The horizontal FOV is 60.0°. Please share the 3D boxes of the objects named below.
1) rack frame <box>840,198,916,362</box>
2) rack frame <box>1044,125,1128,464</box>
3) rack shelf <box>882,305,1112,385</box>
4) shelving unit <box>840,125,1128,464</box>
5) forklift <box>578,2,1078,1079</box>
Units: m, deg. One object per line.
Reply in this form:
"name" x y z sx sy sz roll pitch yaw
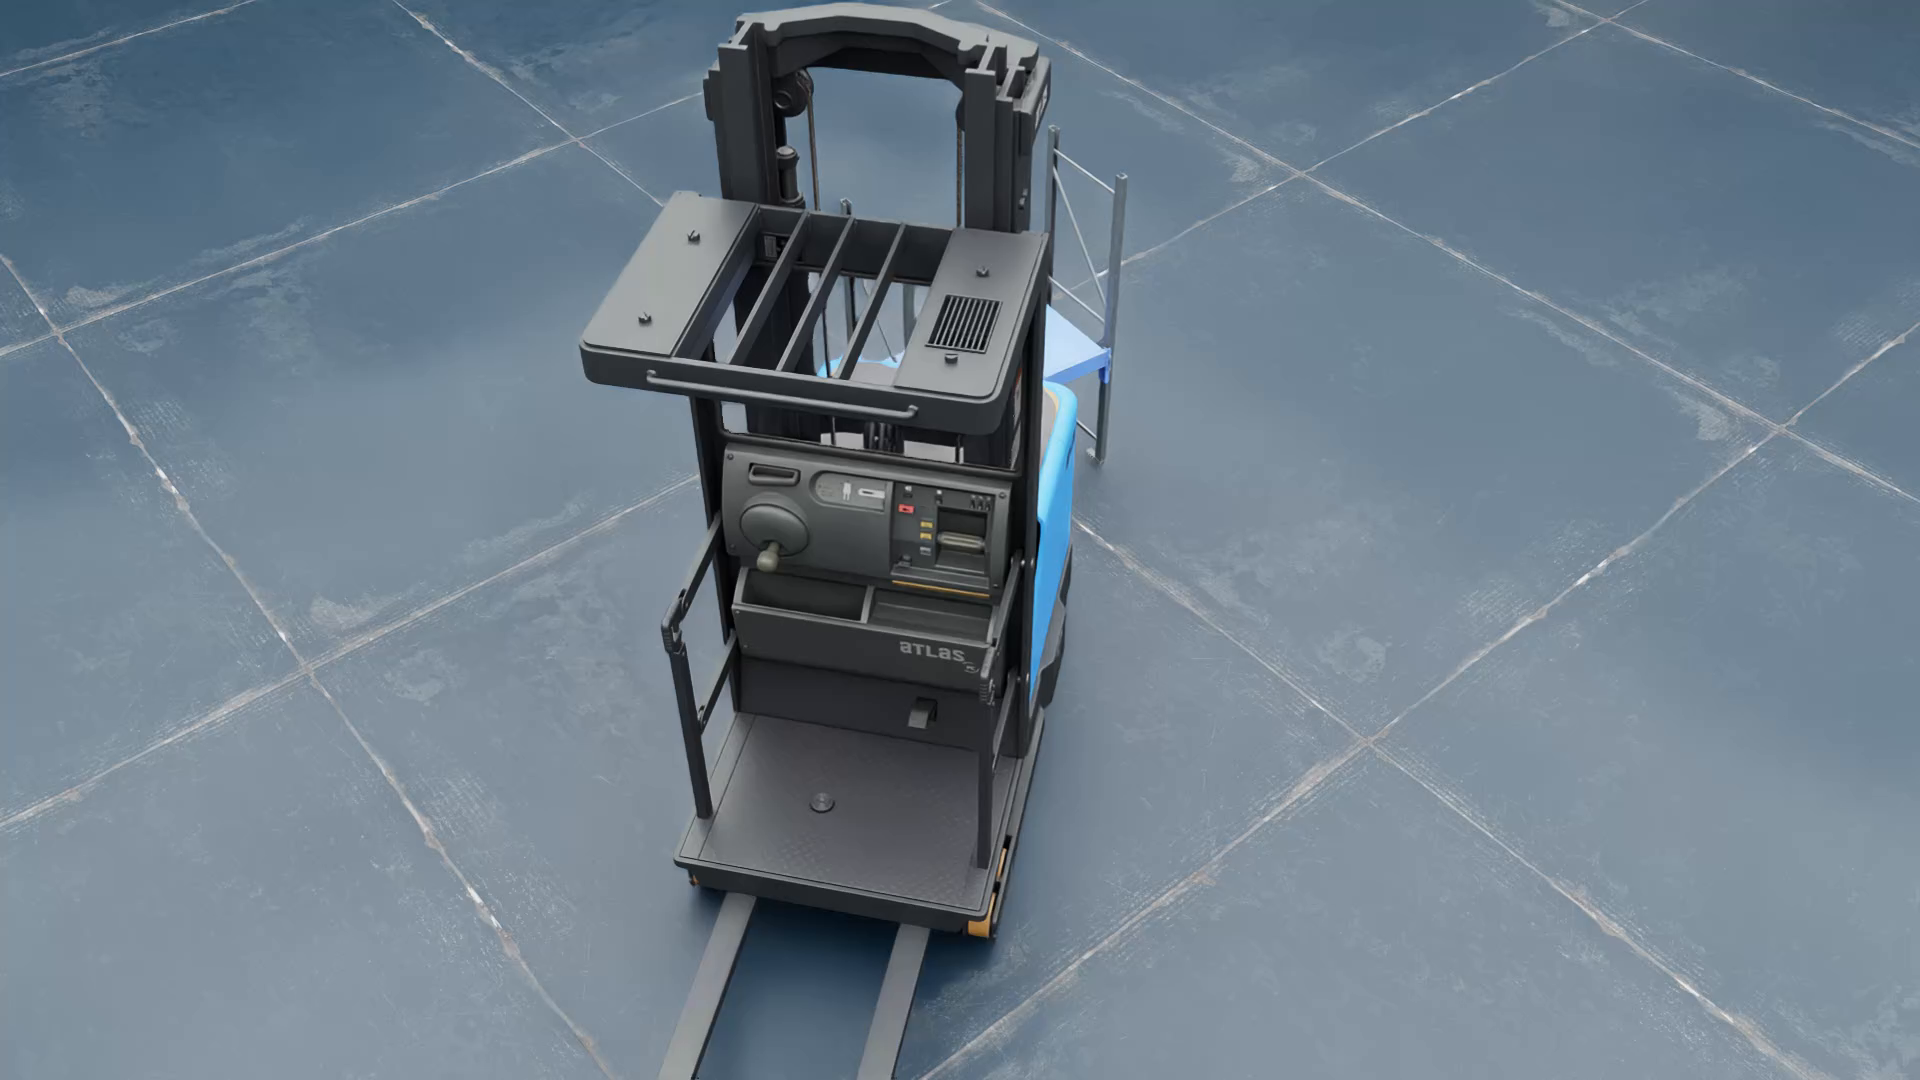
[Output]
"rack frame" -0.321 -0.654 6.904 0.032 1.500 0.500 -25 49 -24
"rack frame" 0.520 -1.044 7.320 0.032 1.500 0.500 -25 49 -24
"rack shelf" 0.099 -0.718 7.235 1.000 0.185 0.538 -25 49 -24
"shelving unit" 0.099 -0.849 7.112 1.048 1.500 0.538 -25 49 -24
"forklift" -0.347 0.034 5.127 1.130 2.935 3.031 8 44 9
